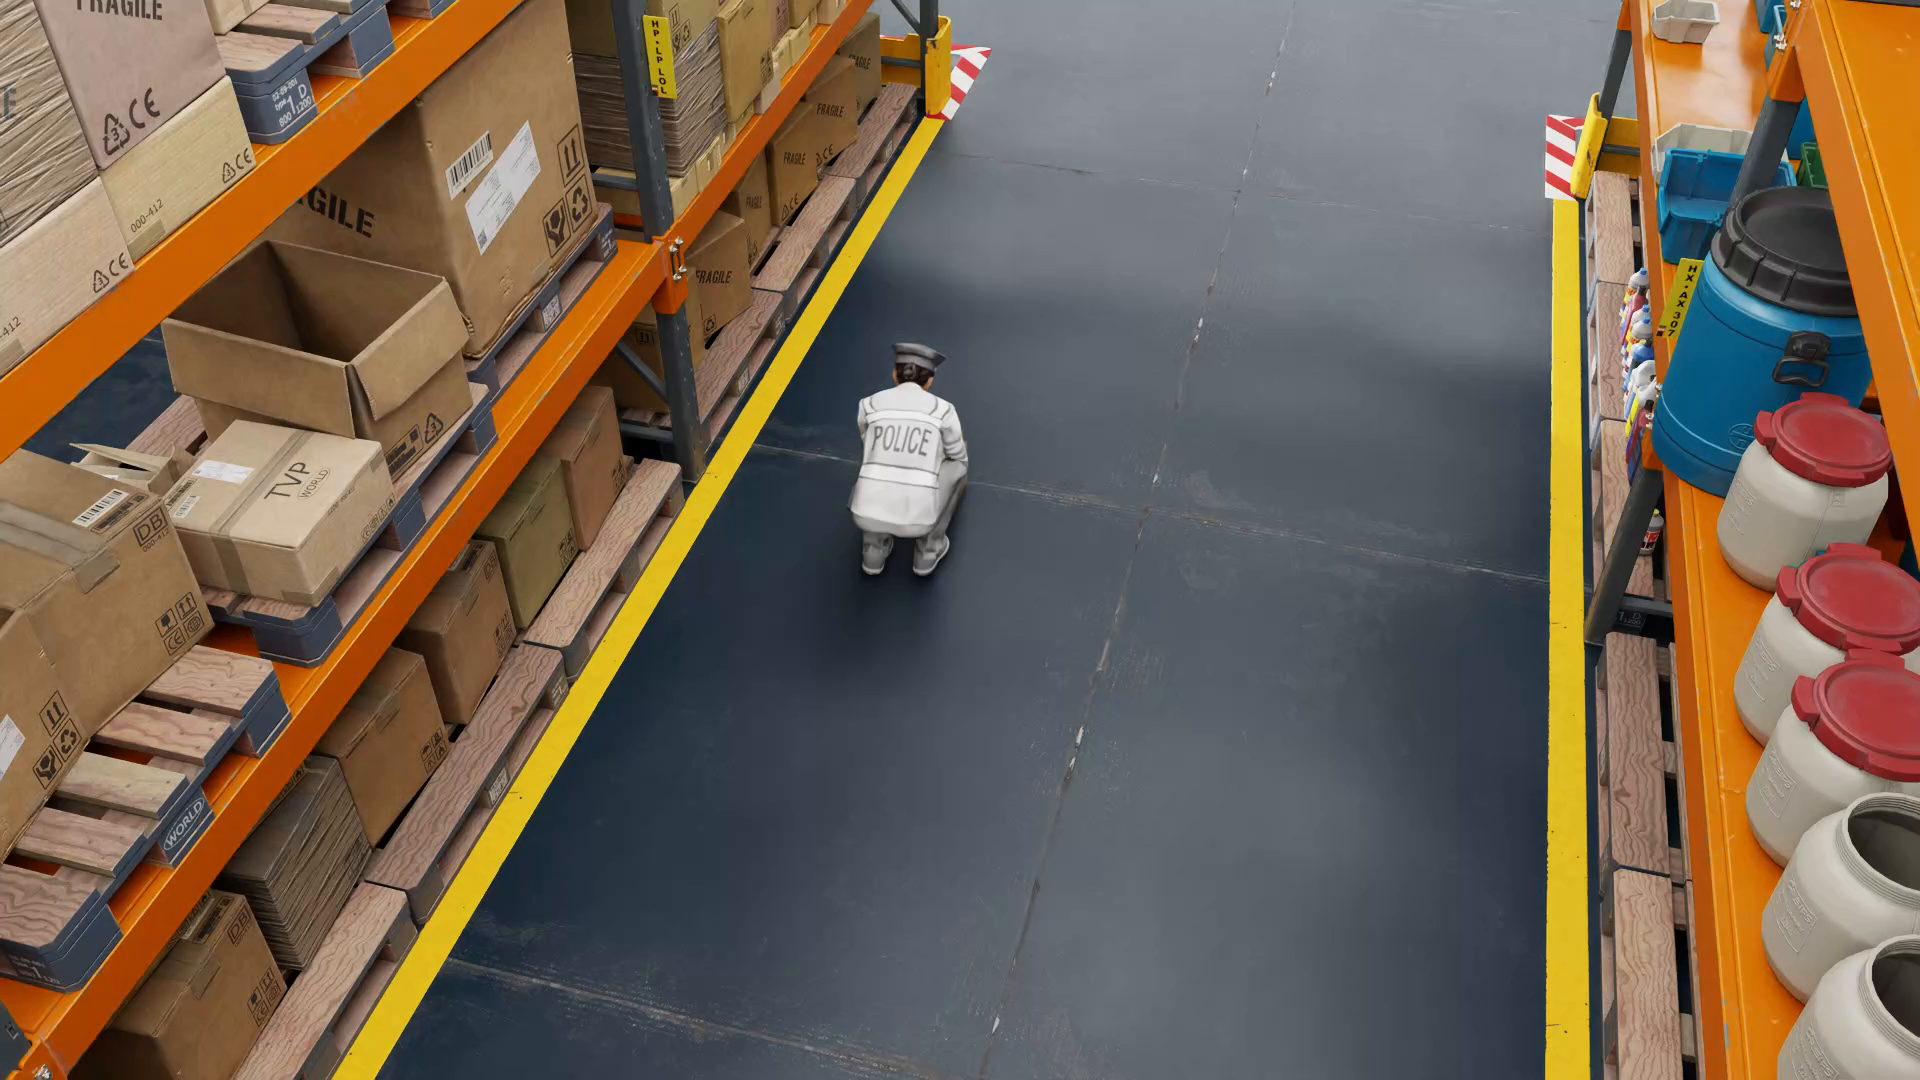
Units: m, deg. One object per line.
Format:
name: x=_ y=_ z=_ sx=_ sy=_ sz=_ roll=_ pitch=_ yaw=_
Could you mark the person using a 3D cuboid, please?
person: x=-0.225 y=-0.328 z=7.137 sx=0.475 sy=0.876 sz=0.857 roll=10 pitch=42 yaw=11
